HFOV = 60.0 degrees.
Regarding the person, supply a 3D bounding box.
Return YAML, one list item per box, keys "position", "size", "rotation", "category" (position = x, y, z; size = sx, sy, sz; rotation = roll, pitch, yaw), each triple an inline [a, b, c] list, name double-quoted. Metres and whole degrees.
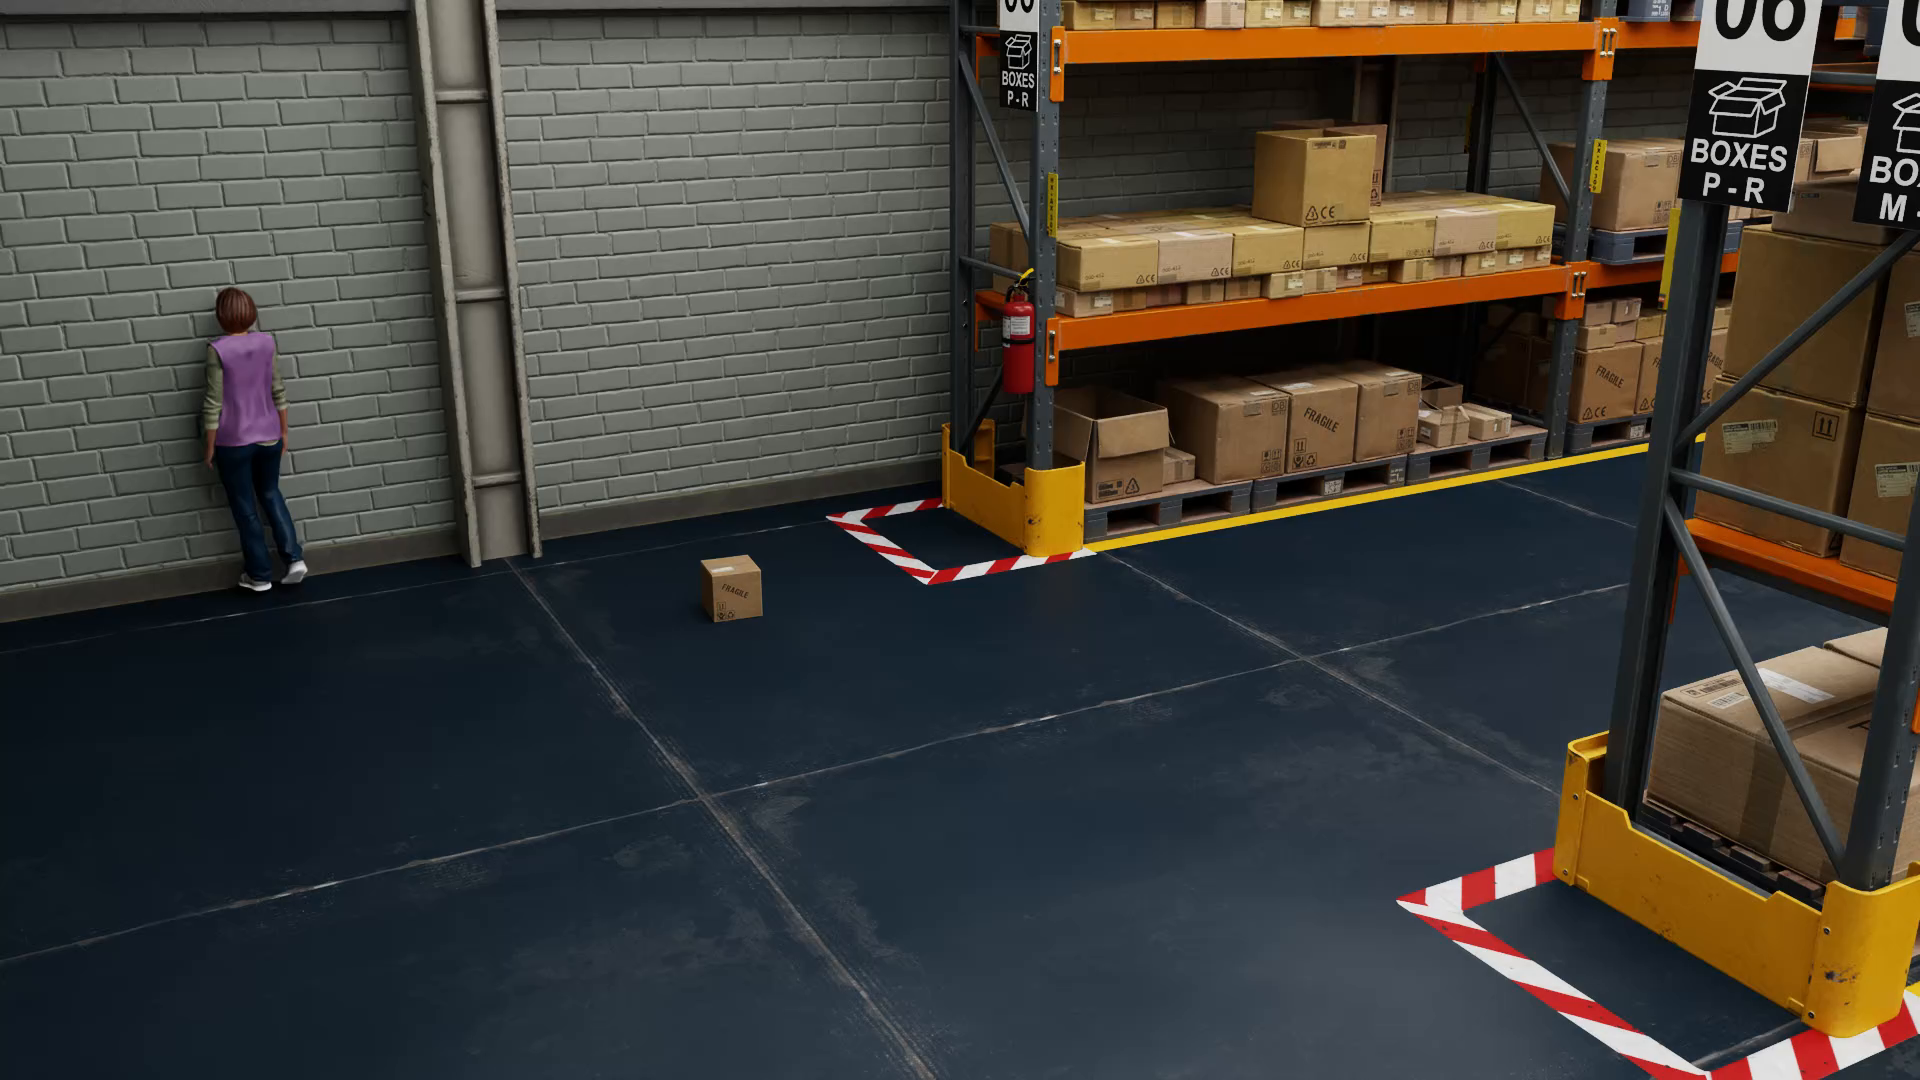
- position: [-3.652, -0.509, 8.569]
  size: [0.326, 1.604, 0.408]
  rotation: [15, 24, 37]
  category: "person"
